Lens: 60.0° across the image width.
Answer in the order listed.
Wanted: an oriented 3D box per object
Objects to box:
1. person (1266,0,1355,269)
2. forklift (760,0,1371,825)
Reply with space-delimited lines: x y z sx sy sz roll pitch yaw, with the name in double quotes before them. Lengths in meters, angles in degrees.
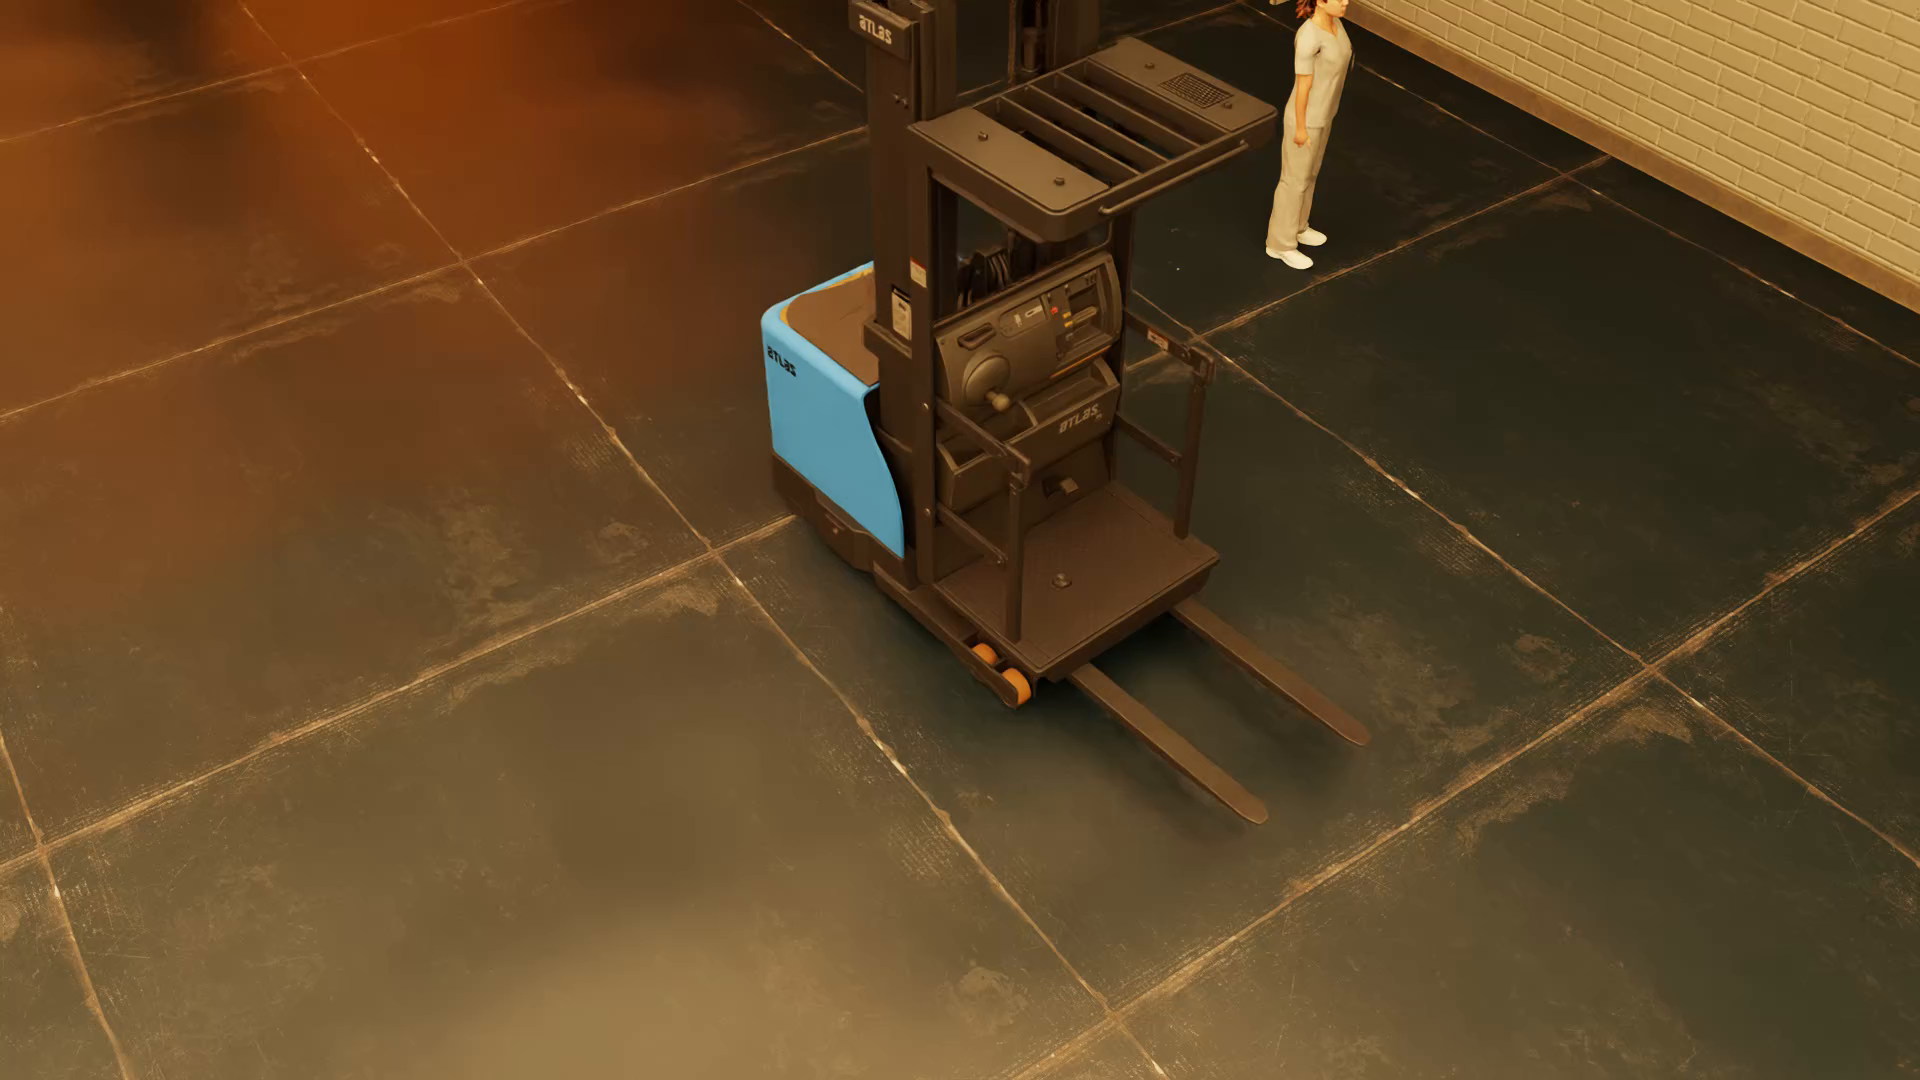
"person" 1.943 -2.334 9.177 0.371 1.672 0.431 20 46 20
"forklift" 0.426 -0.754 6.534 1.130 2.935 3.031 -30 50 -28
